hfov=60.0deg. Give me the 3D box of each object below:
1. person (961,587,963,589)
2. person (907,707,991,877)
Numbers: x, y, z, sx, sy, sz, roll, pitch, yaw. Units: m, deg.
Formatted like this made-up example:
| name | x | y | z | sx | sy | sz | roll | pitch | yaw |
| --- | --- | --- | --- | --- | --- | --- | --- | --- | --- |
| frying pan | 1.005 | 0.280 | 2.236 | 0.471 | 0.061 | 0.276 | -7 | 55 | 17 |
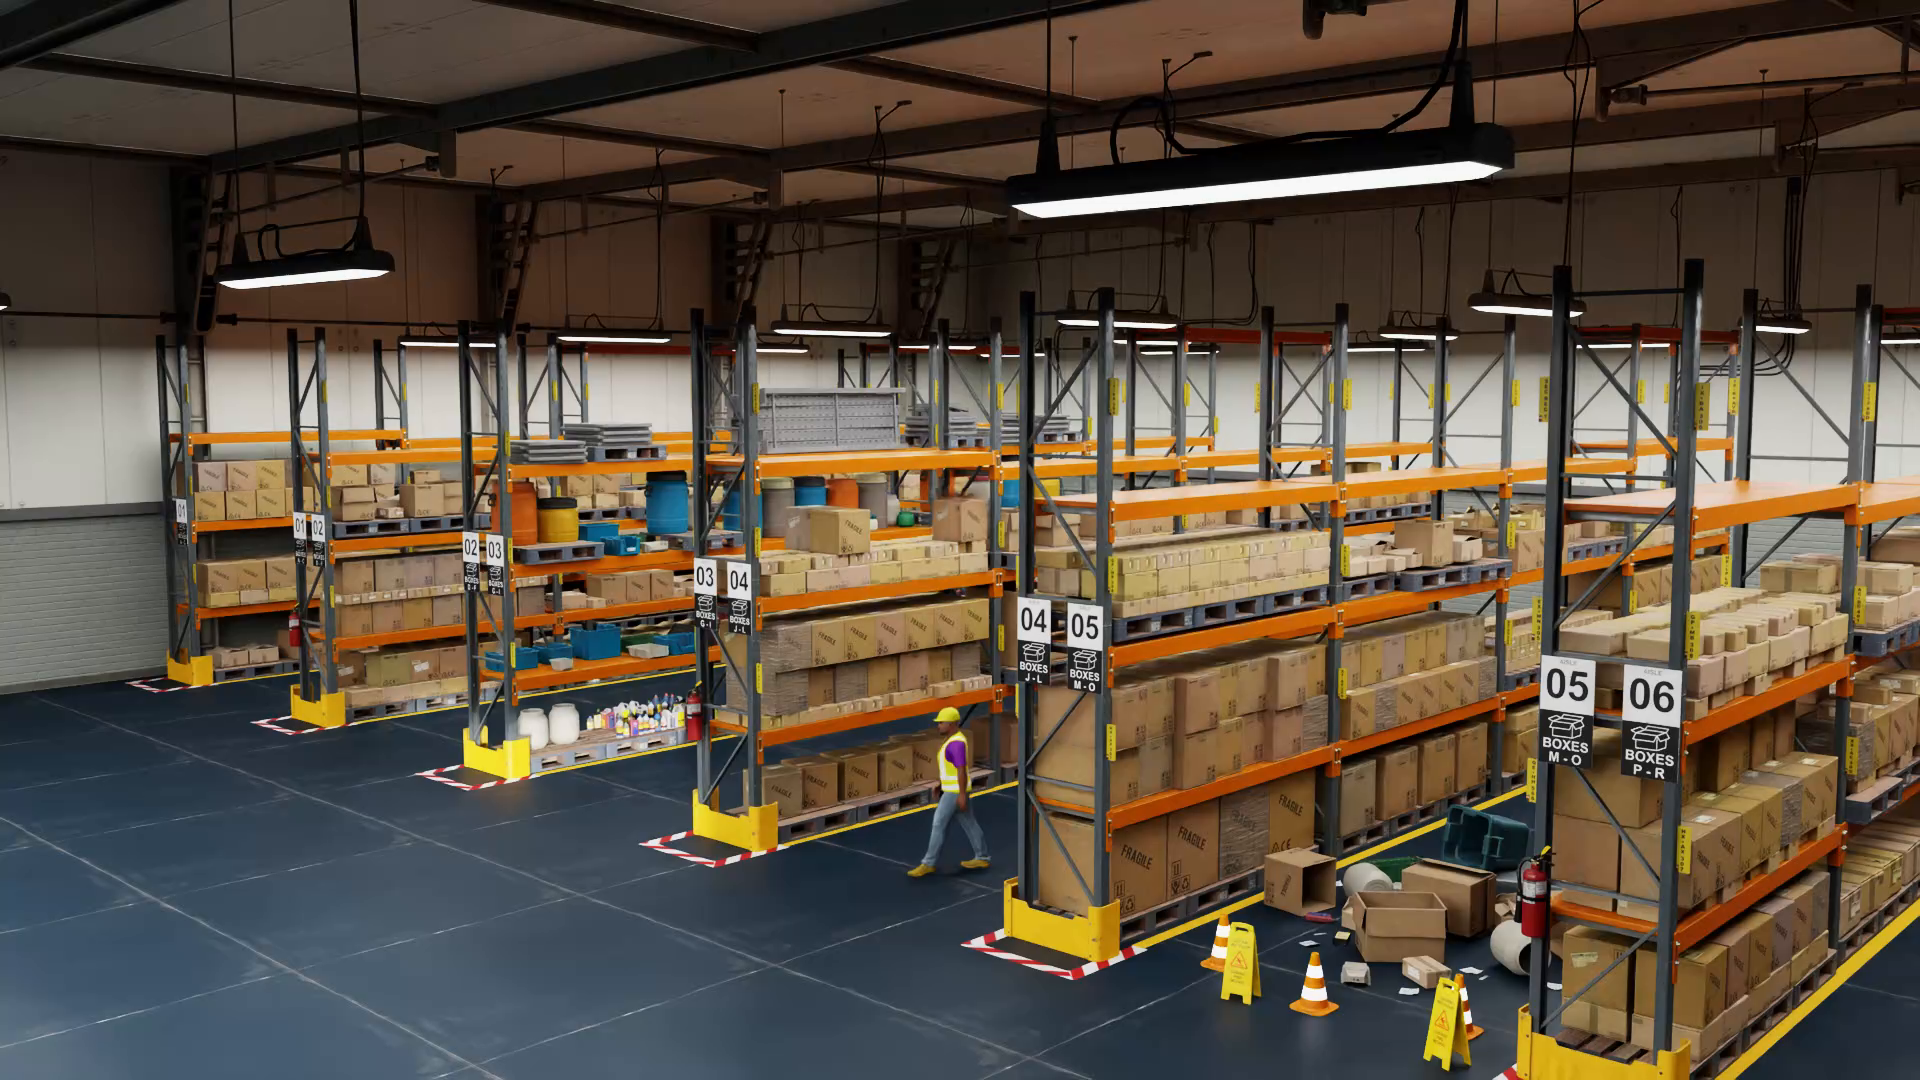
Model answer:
| name | x | y | z | sx | sy | sz | roll | pitch | yaw |
| --- | --- | --- | --- | --- | --- | --- | --- | --- | --- |
| person | -0.155 | 0.714 | 38.658 | 0.533 | 1.605 | 1.052 | 5 | 7 | 44 |
| person | -0.104 | 2.636 | 17.584 | 0.868 | 1.742 | 0.594 | 0 | 5 | 3 |
